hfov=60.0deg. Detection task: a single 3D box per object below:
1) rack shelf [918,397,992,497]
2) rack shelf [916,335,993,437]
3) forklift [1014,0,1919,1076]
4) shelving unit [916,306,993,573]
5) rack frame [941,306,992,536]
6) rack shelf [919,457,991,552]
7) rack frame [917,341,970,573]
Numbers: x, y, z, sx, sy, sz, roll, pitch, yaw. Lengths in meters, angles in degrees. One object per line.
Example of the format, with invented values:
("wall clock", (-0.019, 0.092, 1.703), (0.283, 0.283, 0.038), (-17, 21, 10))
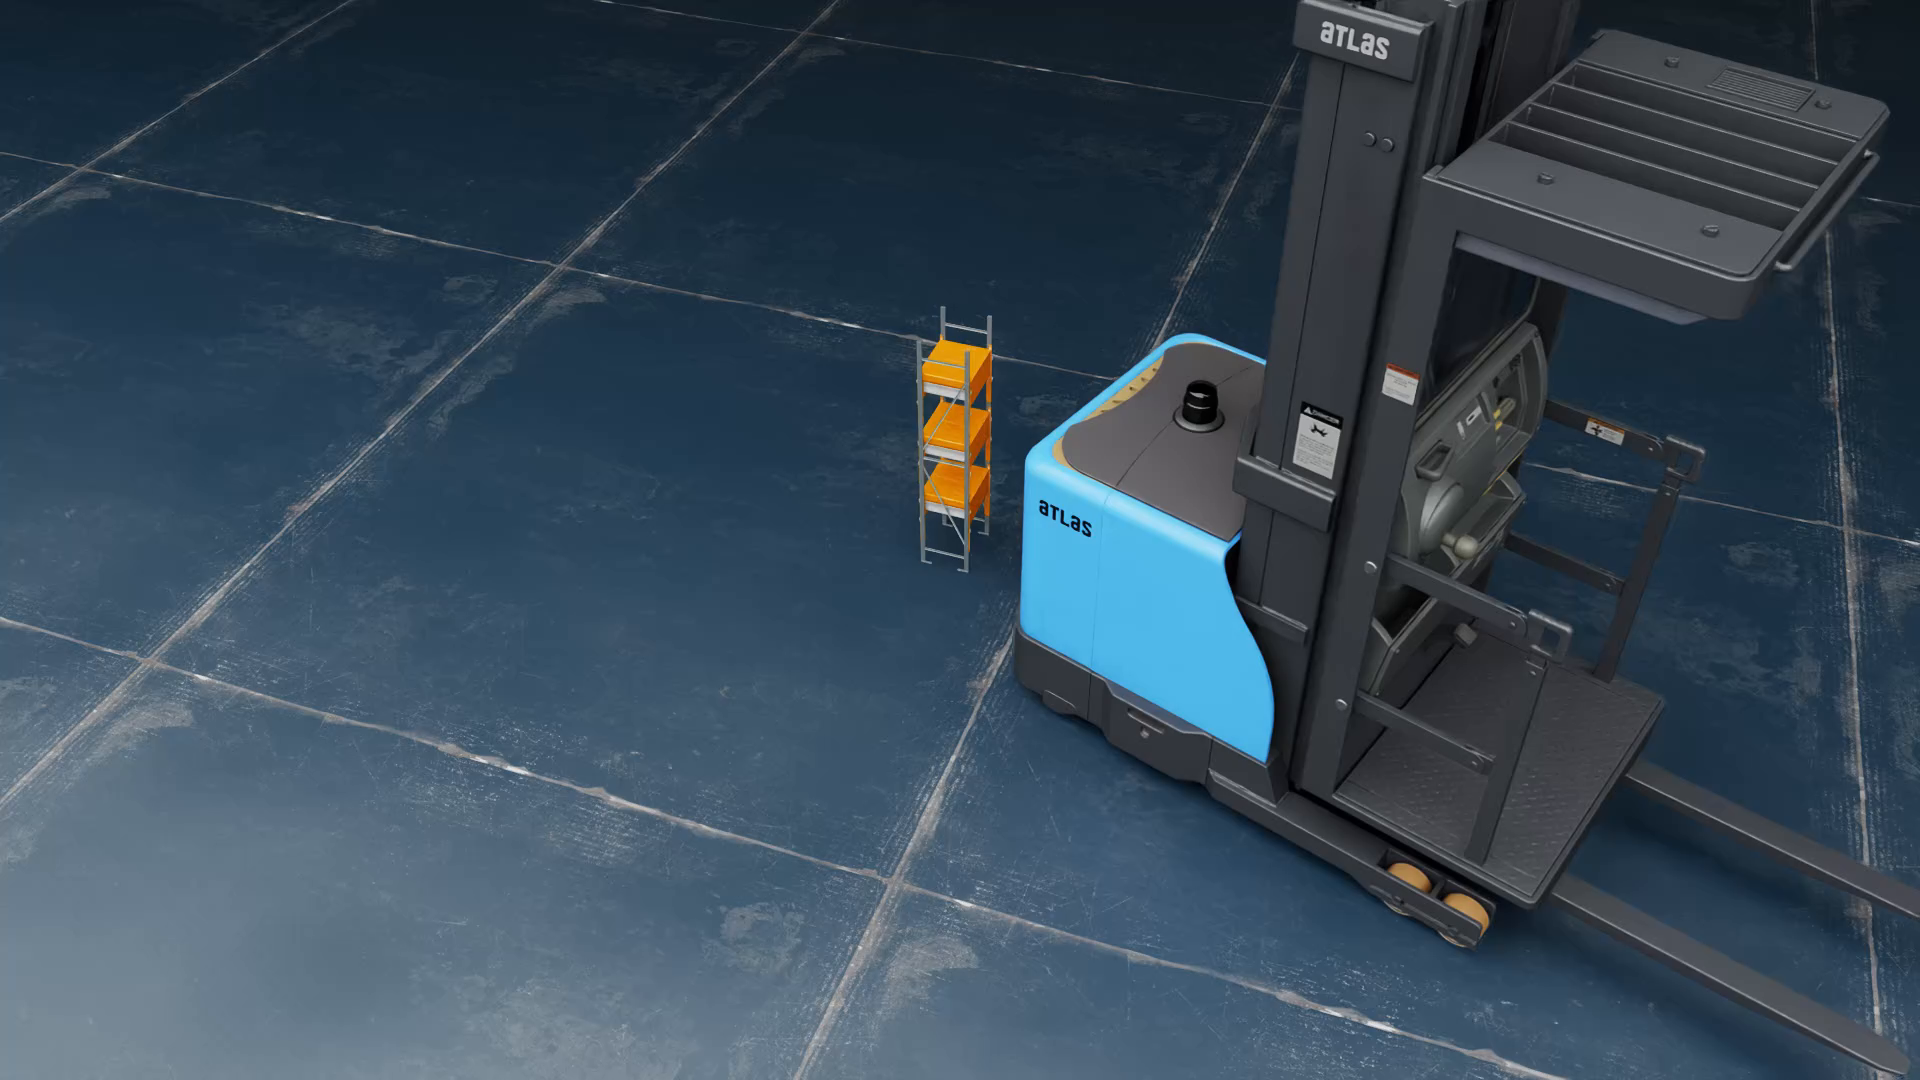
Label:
("rack shelf", (-0.018, -0.359, 6.378), (0.215, 0.259, 0.240), (13, 42, 15))
("rack shelf", (-0.018, -0.575, 6.194), (0.215, 0.259, 0.240), (13, 42, 15))
("forklift", (1.667, -0.228, 4.759), (3.031, 2.935, 1.130), (27, 47, 28))
("shelving unit", (-0.018, -0.367, 6.371), (0.215, 1.050, 0.252), (13, 42, 15))
("rack frame", (0.023, -0.441, 6.458), (0.200, 1.050, 0.008), (13, 42, 15))
("rack shelf", (-0.018, -0.147, 6.558), (0.215, 0.259, 0.240), (13, 42, 15))
("rack frame", (-0.060, -0.292, 6.284), (0.200, 1.050, 0.008), (13, 42, 15))
